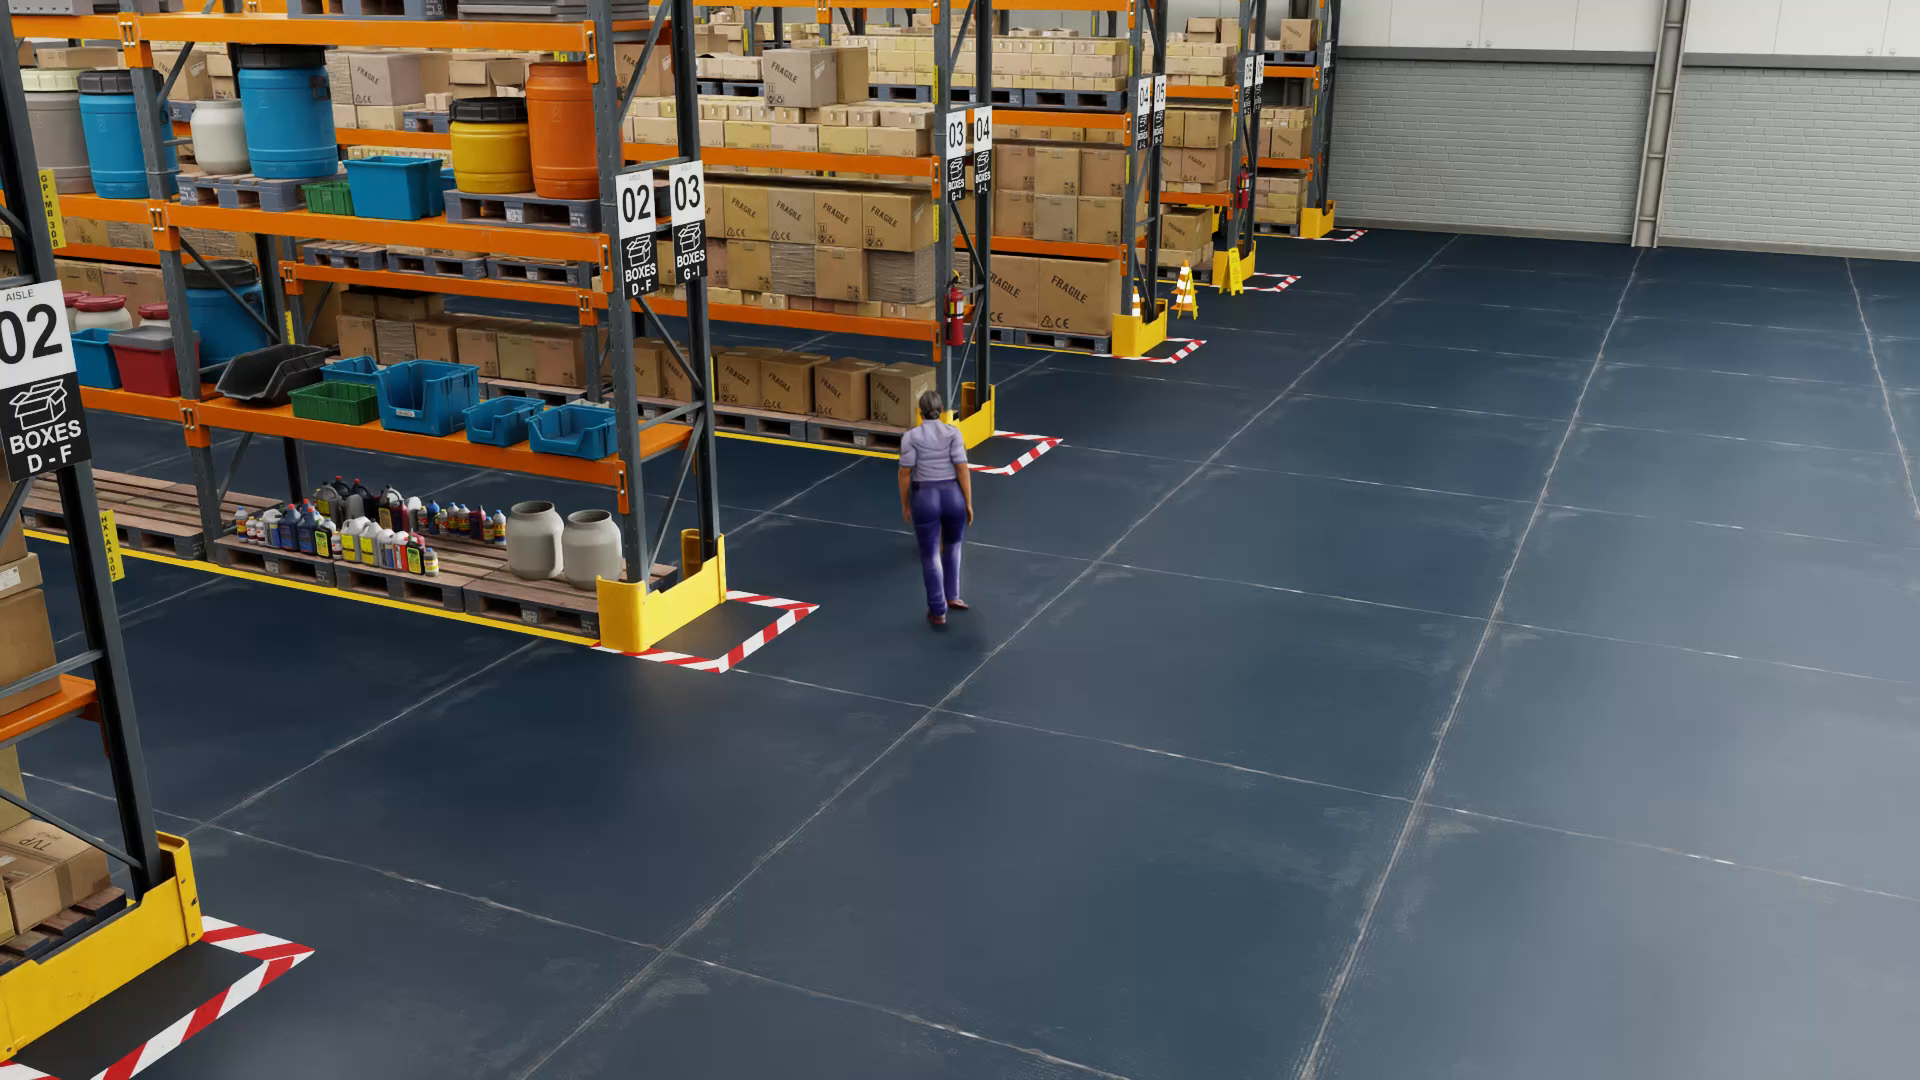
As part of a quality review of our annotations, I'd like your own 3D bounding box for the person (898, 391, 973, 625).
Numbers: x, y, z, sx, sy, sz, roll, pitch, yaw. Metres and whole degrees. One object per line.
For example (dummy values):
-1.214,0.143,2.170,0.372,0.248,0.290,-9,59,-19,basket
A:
-0.174,-0.207,11.742,0.505,1.688,0.566,-3,19,-9,person
